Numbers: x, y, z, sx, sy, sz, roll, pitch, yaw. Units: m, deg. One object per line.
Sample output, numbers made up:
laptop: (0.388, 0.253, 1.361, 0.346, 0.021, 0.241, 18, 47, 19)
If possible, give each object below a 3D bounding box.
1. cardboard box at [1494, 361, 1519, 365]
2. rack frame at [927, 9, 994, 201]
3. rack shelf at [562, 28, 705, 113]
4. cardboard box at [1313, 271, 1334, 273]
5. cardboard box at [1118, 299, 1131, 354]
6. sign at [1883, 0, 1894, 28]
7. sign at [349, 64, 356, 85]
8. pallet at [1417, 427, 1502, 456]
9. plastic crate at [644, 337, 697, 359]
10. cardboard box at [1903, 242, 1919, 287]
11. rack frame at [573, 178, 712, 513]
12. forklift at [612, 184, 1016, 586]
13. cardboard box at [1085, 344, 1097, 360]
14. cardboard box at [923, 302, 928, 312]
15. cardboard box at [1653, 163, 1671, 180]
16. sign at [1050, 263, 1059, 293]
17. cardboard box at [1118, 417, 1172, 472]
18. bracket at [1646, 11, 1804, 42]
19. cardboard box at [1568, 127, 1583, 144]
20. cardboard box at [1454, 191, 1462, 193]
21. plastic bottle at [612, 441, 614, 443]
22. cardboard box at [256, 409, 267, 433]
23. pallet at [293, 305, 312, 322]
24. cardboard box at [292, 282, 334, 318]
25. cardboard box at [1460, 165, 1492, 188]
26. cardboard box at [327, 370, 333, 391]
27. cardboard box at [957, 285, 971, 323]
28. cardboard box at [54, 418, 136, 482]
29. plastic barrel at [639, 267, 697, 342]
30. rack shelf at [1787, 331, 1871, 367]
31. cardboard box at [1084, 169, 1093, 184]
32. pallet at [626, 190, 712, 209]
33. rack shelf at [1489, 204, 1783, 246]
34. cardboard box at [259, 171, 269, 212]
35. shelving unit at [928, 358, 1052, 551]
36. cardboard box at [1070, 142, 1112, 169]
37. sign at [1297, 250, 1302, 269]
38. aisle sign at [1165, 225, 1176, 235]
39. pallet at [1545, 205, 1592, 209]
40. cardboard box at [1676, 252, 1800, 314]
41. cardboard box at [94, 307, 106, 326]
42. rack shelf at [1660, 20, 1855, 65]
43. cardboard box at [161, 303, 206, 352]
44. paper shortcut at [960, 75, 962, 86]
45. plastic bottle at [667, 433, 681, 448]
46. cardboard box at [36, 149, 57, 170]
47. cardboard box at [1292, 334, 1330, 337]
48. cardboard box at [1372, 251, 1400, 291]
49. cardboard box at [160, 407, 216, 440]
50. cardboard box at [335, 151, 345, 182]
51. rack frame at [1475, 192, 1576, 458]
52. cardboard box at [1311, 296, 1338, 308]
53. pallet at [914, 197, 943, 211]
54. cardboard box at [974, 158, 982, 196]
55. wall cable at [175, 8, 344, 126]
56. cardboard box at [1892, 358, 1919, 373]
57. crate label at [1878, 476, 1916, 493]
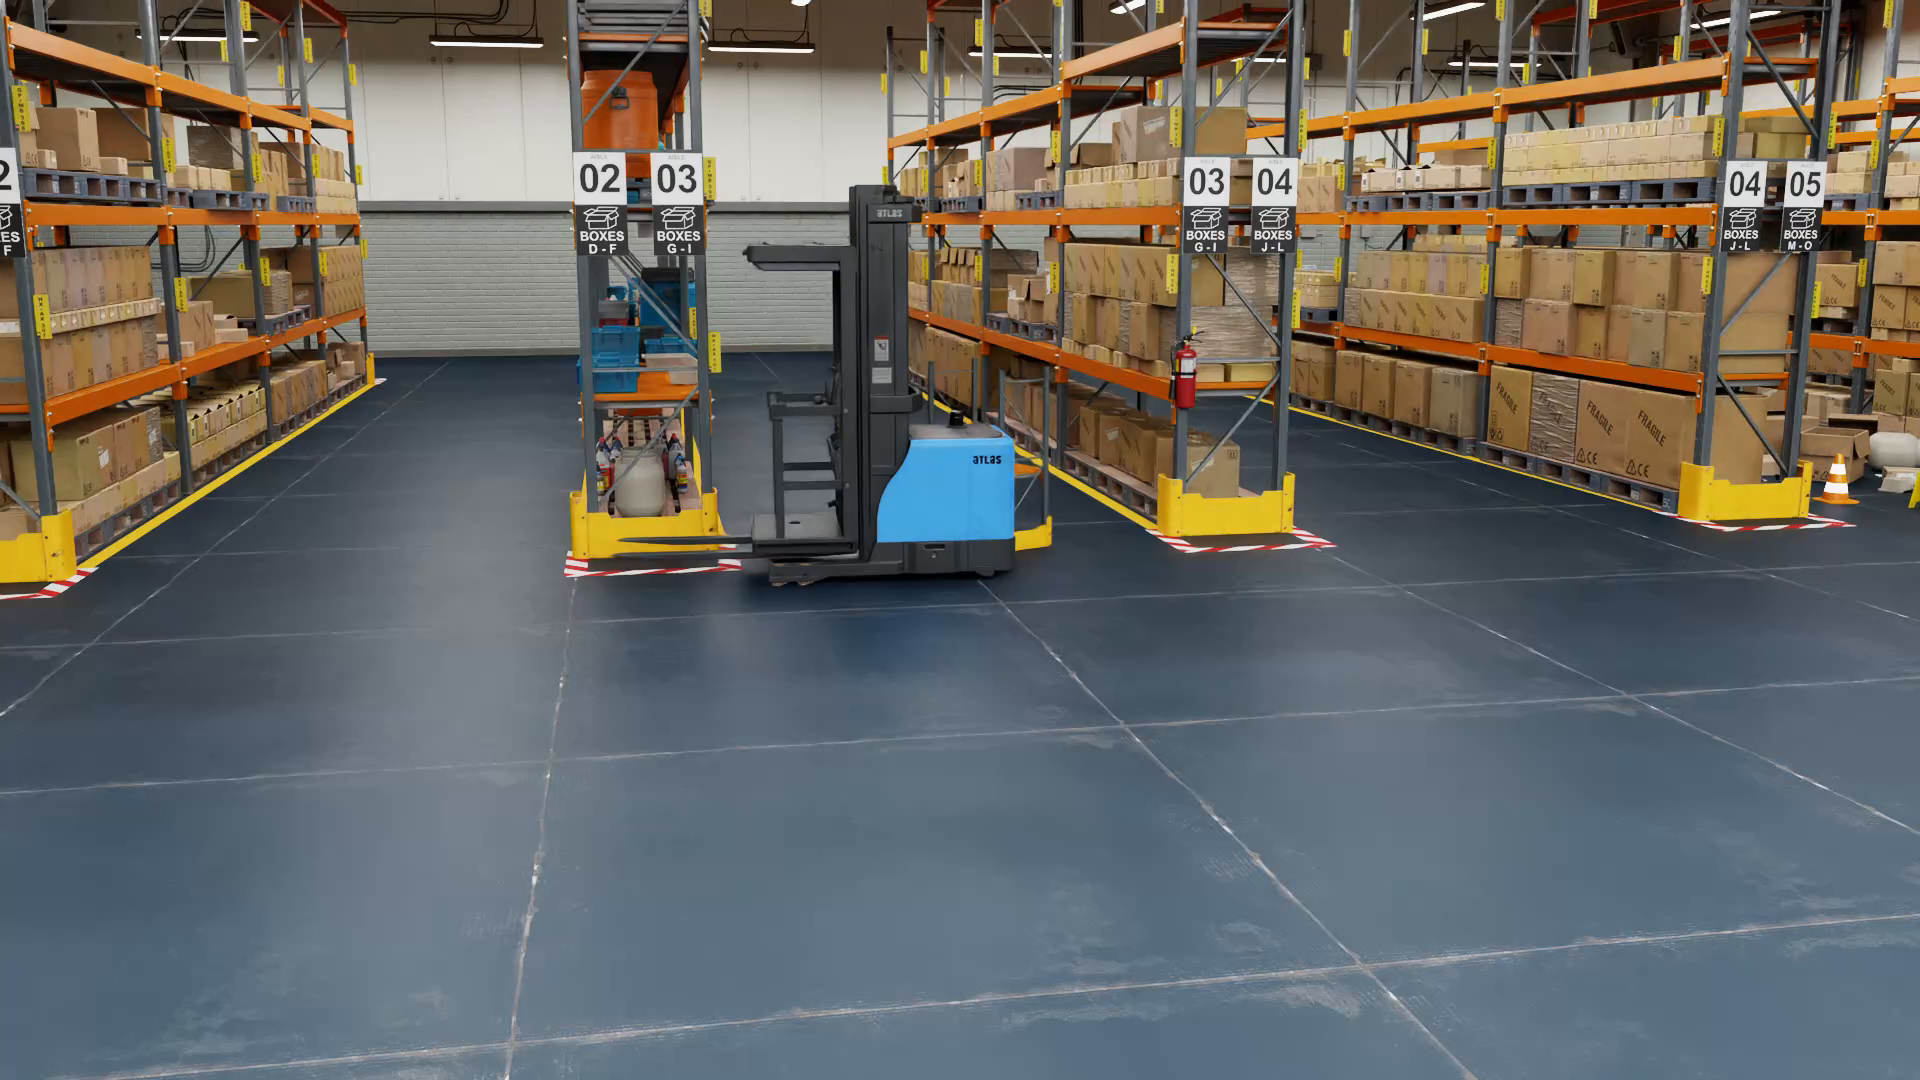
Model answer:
cardboard box: (9.711, -3.167, 28.541, 0.875, 0.438, 0.875, -2, 11, -12)
rack frame: (0.007, -6.687, 25.261, 1.000, 3.000, 0.127, -2, 11, -11)
rack shelf: (-2.906, -4.123, 14.783, 1.077, 0.370, 4.000, -2, 11, -11)
cardboard box: (5.468, -3.922, 24.736, 0.380, 0.149, 0.250, -2, 11, -12)
cardboard box: (1.991, -2.016, 15.706, 0.875, 0.500, 0.500, -2, 11, -11)
sign: (10.741, -6.095, 19.232, 0.100, 0.325, 0.005, -2, 11, -11)
sign: (-9.940, -7.614, 27.210, 0.100, 0.325, 0.005, -2, 11, -11)
pallet: (6.224, -1.203, 19.953, 1.003, 0.211, 1.213, -2, 11, -11)
plastic crate: (-2.814, -1.826, 16.166, 0.499, 0.251, 0.616, -2, 11, -11)
cardboard box: (11.235, -3.136, 18.914, 0.700, 0.500, 0.500, -2, 11, -11)
rack frame: (-2.517, -1.359, 13.312, 1.000, 3.000, 0.127, -2, 11, -11)
forklift: (-1.133, -1.201, 12.668, 3.031, 2.935, 1.130, -1, 11, -7)
cardboard box: (1.488, -1.915, 16.905, 0.380, 0.149, 0.250, -2, 11, -11)
cardboard box: (-0.373, -3.660, 26.077, 0.380, 0.149, 0.250, -2, 11, -11)
cardboard box: (6.730, -3.448, 15.549, 0.380, 0.149, 0.250, -2, 11, -10)
sign: (1.019, -2.820, 17.895, 0.100, 0.325, 0.005, -2, 11, -11)
cardboard box: (1.918, -0.960, 16.781, 0.500, 0.500, 0.500, -3, 11, -16)
bracket: (14.415, -9.693, 31.428, 0.076, 0.066, 4.783, -2, 11, -11)
cardboard box: (6.434, -4.119, 16.941, 0.380, 0.149, 0.250, -2, 11, -11)
cardboard box: (9.192, -6.242, 29.797, 0.500, 0.311, 0.500, -2, 11, -10)
plastic bottle: (-3.469, -0.845, 16.703, 0.061, 0.283, 0.133, -2, 11, -11)
cardboard box: (-8.591, -1.414, 19.836, 0.500, 0.250, 0.500, -2, 11, -10)
pallet: (-9.662, -3.135, 23.160, 1.003, 0.211, 1.213, -2, 11, -11)
cardboard box: (-9.543, -3.533, 24.467, 0.500, 0.500, 0.500, -2, 11, -10)
cardboard box: (6.154, -4.213, 19.298, 0.500, 0.250, 0.500, -2, 11, -10)
cardboard box: (-9.580, -2.360, 24.589, 0.500, 0.311, 0.500, -2, 11, -11)
cardboard box: (0.251, -3.323, 23.368, 0.500, 0.500, 0.500, -2, 11, -13)
cardboard box: (-7.552, -0.785, 14.522, 0.500, 0.500, 0.500, -2, 11, -11)
plastic barrel: (-3.073, -2.420, 17.550, 0.600, 0.901, 0.708, -2, 11, -11)
rack shelf: (10.895, -2.646, 22.001, 1.077, 0.370, 4.000, -2, 11, -11)
cardboard box: (1.475, -3.700, 16.927, 0.380, 0.149, 0.250, -2, 11, -11)
pallet: (-3.059, -3.344, 16.227, 1.213, 0.211, 1.003, -2, 11, -11)
rack shelf: (6.837, -3.188, 16.823, 1.077, 0.370, 4.000, -2, 11, -11)
cardboard box: (-9.150, -4.341, 20.694, 0.910, 0.500, 0.500, -2, 11, -11)
shelving unit: (0.224, -0.740, 14.074, 0.587, 1.500, 1.083, -7, 13, -34)
cardboard box: (1.569, -4.093, 18.255, 0.797, 0.503, 0.637, -3, 11, -14)
sign: (5.436, -4.491, 26.673, 0.100, 0.325, 0.005, -2, 11, -11)
aisle sign: (3.806, -5.915, 30.297, 0.394, 0.787, 0.004, -2, 11, -11)
pallet: (9.955, -5.313, 26.579, 0.805, 0.209, 1.217, -3, 11, -13)
cardboard box: (7.192, -2.374, 15.359, 0.875, 0.550, 0.550, -2, 11, -11)
cardboard box: (-7.540, -1.909, 14.200, 0.380, 0.149, 0.250, -2, 11, -10)
rack shelf: (14.207, -8.874, 29.790, 1.077, 0.370, 4.000, -2, 11, -11)
cardboard box: (-8.488, -2.292, 17.948, 0.500, 0.500, 0.500, -2, 11, -11)
paper shortcut: (0.013, -6.245, 22.566, 0.009, 0.170, 0.078, 9, -22, -13)
plastic bottle: (-2.887, -0.899, 16.808, 0.144, 0.351, 0.185, -2, 11, -13)
cardboard box: (-7.433, -3.027, 13.227, 0.380, 0.149, 0.250, -2, 11, -11)
cardboard box: (5.372, -3.026, 25.629, 0.500, 0.250, 0.500, -2, 11, -8)
cardboard box: (5.847, -3.533, 21.793, 0.700, 0.500, 0.500, -2, 11, -12)
cardboard box: (-8.083, -1.221, 17.318, 0.500, 0.311, 0.500, -2, 11, -12)
cardboard box: (-10.373, -6.034, 26.912, 0.700, 0.500, 0.500, -2, 11, -11)
rack frame: (6.448, -2.434, 18.963, 1.000, 3.000, 0.127, -2, 11, -11)
cardboard box: (5.123, -3.324, 23.189, 0.380, 0.149, 0.250, -2, 11, -10)
pallet: (-0.142, -5.320, 26.340, 1.003, 0.211, 1.213, -2, 11, -11)
cardboard box: (0.596, -4.846, 22.212, 0.797, 0.503, 0.637, -1, 11, -8)
wall cable: (-13.443, -8.984, 32.130, 3.097, 2.526, 0.112, -2, 11, -11)
cardboard box: (11.099, -2.032, 19.341, 0.380, 0.149, 0.250, -2, 11, -10)
crate label: (9.476, -0.564, 16.794, 0.250, 0.136, 0.298, -9, 14, -40)
